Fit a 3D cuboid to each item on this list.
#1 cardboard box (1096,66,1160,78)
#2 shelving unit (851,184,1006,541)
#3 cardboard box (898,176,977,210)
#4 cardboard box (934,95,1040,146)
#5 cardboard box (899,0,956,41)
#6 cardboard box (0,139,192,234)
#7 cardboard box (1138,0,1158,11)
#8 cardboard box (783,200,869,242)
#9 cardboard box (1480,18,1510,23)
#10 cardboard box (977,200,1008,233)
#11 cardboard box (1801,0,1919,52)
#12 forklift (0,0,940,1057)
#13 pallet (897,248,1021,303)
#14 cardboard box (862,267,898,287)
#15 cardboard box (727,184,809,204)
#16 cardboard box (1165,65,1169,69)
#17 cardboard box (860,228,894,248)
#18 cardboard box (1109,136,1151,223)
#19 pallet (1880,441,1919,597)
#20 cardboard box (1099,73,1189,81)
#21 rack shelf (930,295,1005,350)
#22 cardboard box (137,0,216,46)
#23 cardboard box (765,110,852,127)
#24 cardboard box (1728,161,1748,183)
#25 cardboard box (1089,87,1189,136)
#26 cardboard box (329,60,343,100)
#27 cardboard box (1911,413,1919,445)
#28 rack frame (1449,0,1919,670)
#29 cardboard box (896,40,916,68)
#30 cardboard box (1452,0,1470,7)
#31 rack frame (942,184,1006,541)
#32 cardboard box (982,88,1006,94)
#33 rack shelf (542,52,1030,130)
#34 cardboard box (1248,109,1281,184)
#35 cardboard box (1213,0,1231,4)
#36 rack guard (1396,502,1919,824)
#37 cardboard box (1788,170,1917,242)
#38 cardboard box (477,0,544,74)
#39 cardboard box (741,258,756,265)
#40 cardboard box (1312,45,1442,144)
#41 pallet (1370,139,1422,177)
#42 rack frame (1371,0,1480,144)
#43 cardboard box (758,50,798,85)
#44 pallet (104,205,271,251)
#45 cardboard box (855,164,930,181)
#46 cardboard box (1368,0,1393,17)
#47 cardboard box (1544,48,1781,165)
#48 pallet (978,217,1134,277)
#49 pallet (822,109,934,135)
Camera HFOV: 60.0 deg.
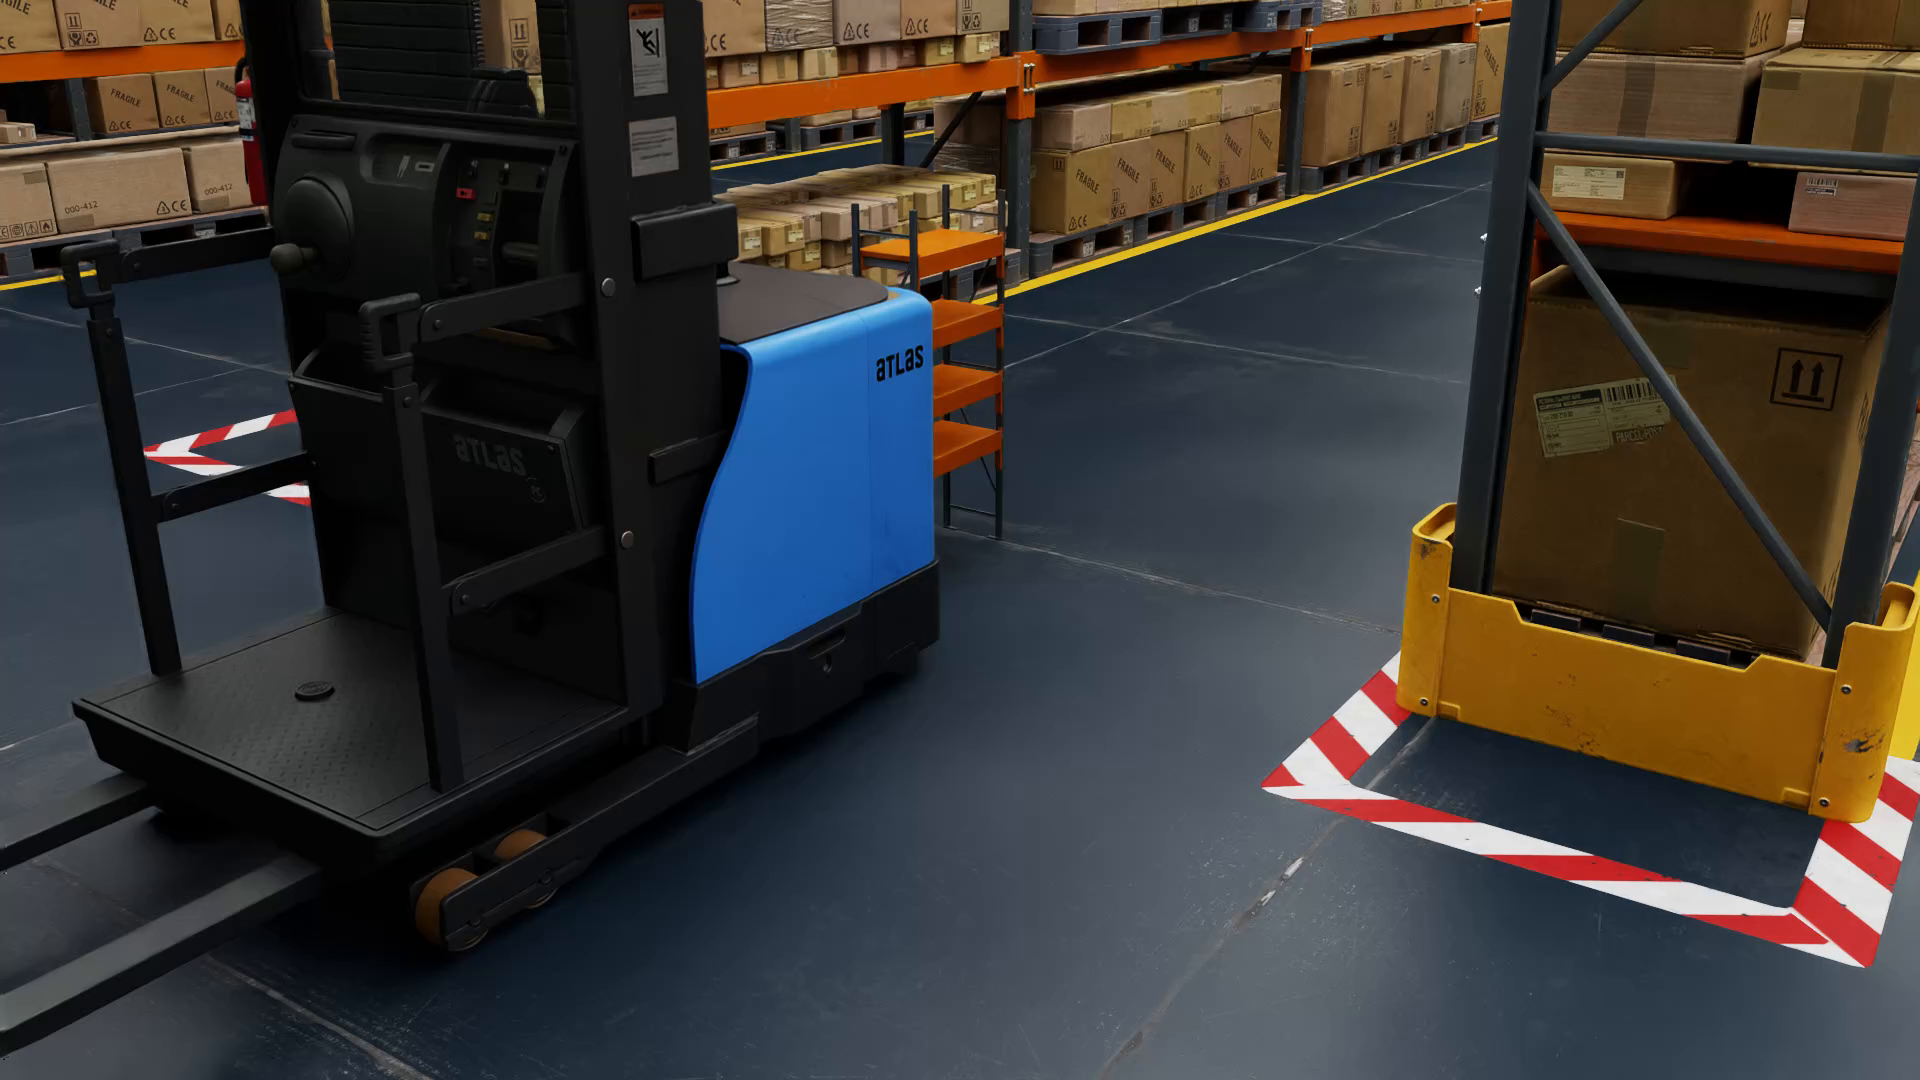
[{"bbox_3d":[1.802,-5.115,17.781,0.500,0.500,0.500,13,24,32],"label":"cardboard box"},{"bbox_3d":[-0.093,-0.515,5.428,0.258,1.200,0.503,13,24,32],"label":"shelving unit"},{"bbox_3d":[-0.129,-1.944,9.344,0.380,0.149,0.250,14,24,32],"label":"cardboard box"},{"bbox_3d":[0.176,-2.678,10.599,0.500,0.250,0.500,13,24,30],"label":"cardboard box"},{"bbox_3d":[-0.365,-2.883,8.662,0.500,0.500,0.500,13,24,30],"label":"cardboard box"},{"bbox_3d":[-5.637,-2.296,10.737,0.875,0.438,0.875,14,25,33],"label":"cardboard box"},{"bbox_3d":[1.005,-3.365,10.295,0.380,0.149,0.250,14,24,32],"label":"cardboard box"},{"bbox_3d":[-0.691,-1.637,8.512,0.380,0.149,0.250,12,24,30],"label":"cardboard box"},{"bbox_3d":[5.378,-4.961,17.311,0.875,0.875,0.875,13,24,32],"label":"cardboard box"},{"bbox_3d":[0.052,-1.886,9.616,0.380,0.149,0.250,14,24,33],"label":"cardboard box"},{"bbox_3d":[2.537,-1.545,4.323,0.500,0.500,0.500,13,24,31],"label":"cardboard box"},{"bbox_3d":[-1.300,-0.709,3.457,1.130,2.935,3.031,13,24,32],"label":"forklift"},{"bbox_3d":[-0.382,-1.532,9.602,1.003,0.211,1.213,13,24,32],"label":"pallet"},{"bbox_3d":[-0.554,-1.423,8.792,0.380,0.149,0.250,13,24,32],"label":"cardboard box"},{"bbox_3d":[-1.043,-1.834,9.045,0.380,0.149,0.250,14,24,33],"label":"cardboard box"},{"bbox_3d":[2.316,-6.035,21.114,0.500,0.250,0.500,13,24,32],"label":"cardboard box"},{"bbox_3d":[-0.575,-1.596,8.831,0.380,0.149,0.250,14,24,33],"label":"cardboard box"},{"bbox_3d":[0.897,-2.376,10.863,0.500,0.500,0.500,15,25,34],"label":"cardboard box"},{"bbox_3d":[2.834,-0.181,5.949,1.003,0.211,1.213,13,24,32],"label":"pallet"},{"bbox_3d":[1.342,-3.267,12.190,0.500,0.250,0.500,13,24,31],"label":"cardboard box"},{"bbox_3d":[-0.093,-0.662,5.374,0.258,0.148,0.480,13,24,32],"label":"rack shelf"},{"bbox_3d":[-5.096,-3.396,10.479,0.500,0.500,0.500,14,25,34],"label":"cardboard box"},{"bbox_3d":[-1.610,-4.248,16.108,0.950,0.372,0.625,11,23,28],"label":"cardboard box"},{"bbox_3d":[2.119,-1.162,4.945,0.380,0.149,0.250,14,24,33],"label":"cardboard box"},{"bbox_3d":[1.188,-2.875,11.130,0.500,0.250,0.500,14,25,34],"label":"cardboard box"},{"bbox_3d":[-6.685,-4.659,17.035,0.500,0.500,0.500,15,25,34],"label":"cardboard box"},{"bbox_3d":[3.068,-0.811,6.092,0.875,0.875,0.875,13,24,32],"label":"cardboard box"},{"bbox_3d":[1.763,-0.895,3.861,1.000,3.000,0.127,13,24,32],"label":"rack frame"},{"bbox_3d":[-0.457,-2.573,8.759,0.380,0.149,0.250,13,24,30],"label":"cardboard box"},{"bbox_3d":[4.391,-5.180,15.300,0.500,0.500,0.500,13,24,32],"label":"cardboard box"},{"bbox_3d":[0.044,-0.585,5.618,0.240,1.200,0.015,13,24,32],"label":"rack frame"},{"bbox_3d":[0.020,-5.084,18.369,0.950,0.372,0.625,14,24,33],"label":"cardboard box"},{"bbox_3d":[-1.158,-2.128,8.231,1.077,0.370,4.000,13,24,32],"label":"rack shelf"},{"bbox_3d":[2.061,-2.972,12.473,0.500,0.500,0.500,13,24,32],"label":"cardboard box"},{"bbox_3d":[1.592,-3.668,11.114,0.380,0.149,0.250,14,25,33],"label":"cardboard box"},{"bbox_3d":[1.749,0.284,4.276,1.175,0.500,0.348,13,24,32],"label":"rack guard"},{"bbox_3d":[2.235,-0.815,4.006,0.380,0.149,0.250,14,24,32],"label":"cardboard box"},{"bbox_3d":[-1.802,-2.153,6.688,0.500,0.500,0.500,15,25,34],"label":"cardboard box"},{"bbox_3d":[-1.206,-1.293,8.013,0.380,0.149,0.250,12,23,29],"label":"cardboard box"},{"bbox_3d":[3.643,-4.005,14.905,1.050,0.750,0.750,13,24,32],"label":"cardboard box"},{"bbox_3d":[3.407,-3.439,14.758,1.003,0.211,1.213,13,24,32],"label":"pallet"},{"bbox_3d":[4.463,-5.335,15.863,1.000,3.000,0.127,13,24,32],"label":"rack frame"},{"bbox_3d":[-0.995,-2.260,7.914,0.380,0.149,0.250,14,25,34],"label":"cardboard box"},{"bbox_3d":[-5.362,-2.113,11.174,1.003,0.211,1.213,13,24,32],"label":"pallet"},{"bbox_3d":[-0.399,-2.120,9.818,0.380,0.149,0.250,14,25,34],"label":"cardboard box"},{"bbox_3d":[3.258,-4.601,13.736,0.500,0.500,0.500,13,24,32],"label":"cardboard box"},{"bbox_3d":[1.816,-1.155,4.352,0.500,0.250,0.500,13,24,31],"label":"cardboard box"},{"bbox_3d":[0.403,-1.955,10.746,1.003,0.211,1.213,13,24,32],"label":"pallet"},{"bbox_3d":[-0.809,-4.388,17.323,1.003,0.211,1.213,13,24,32],"label":"pallet"}]
